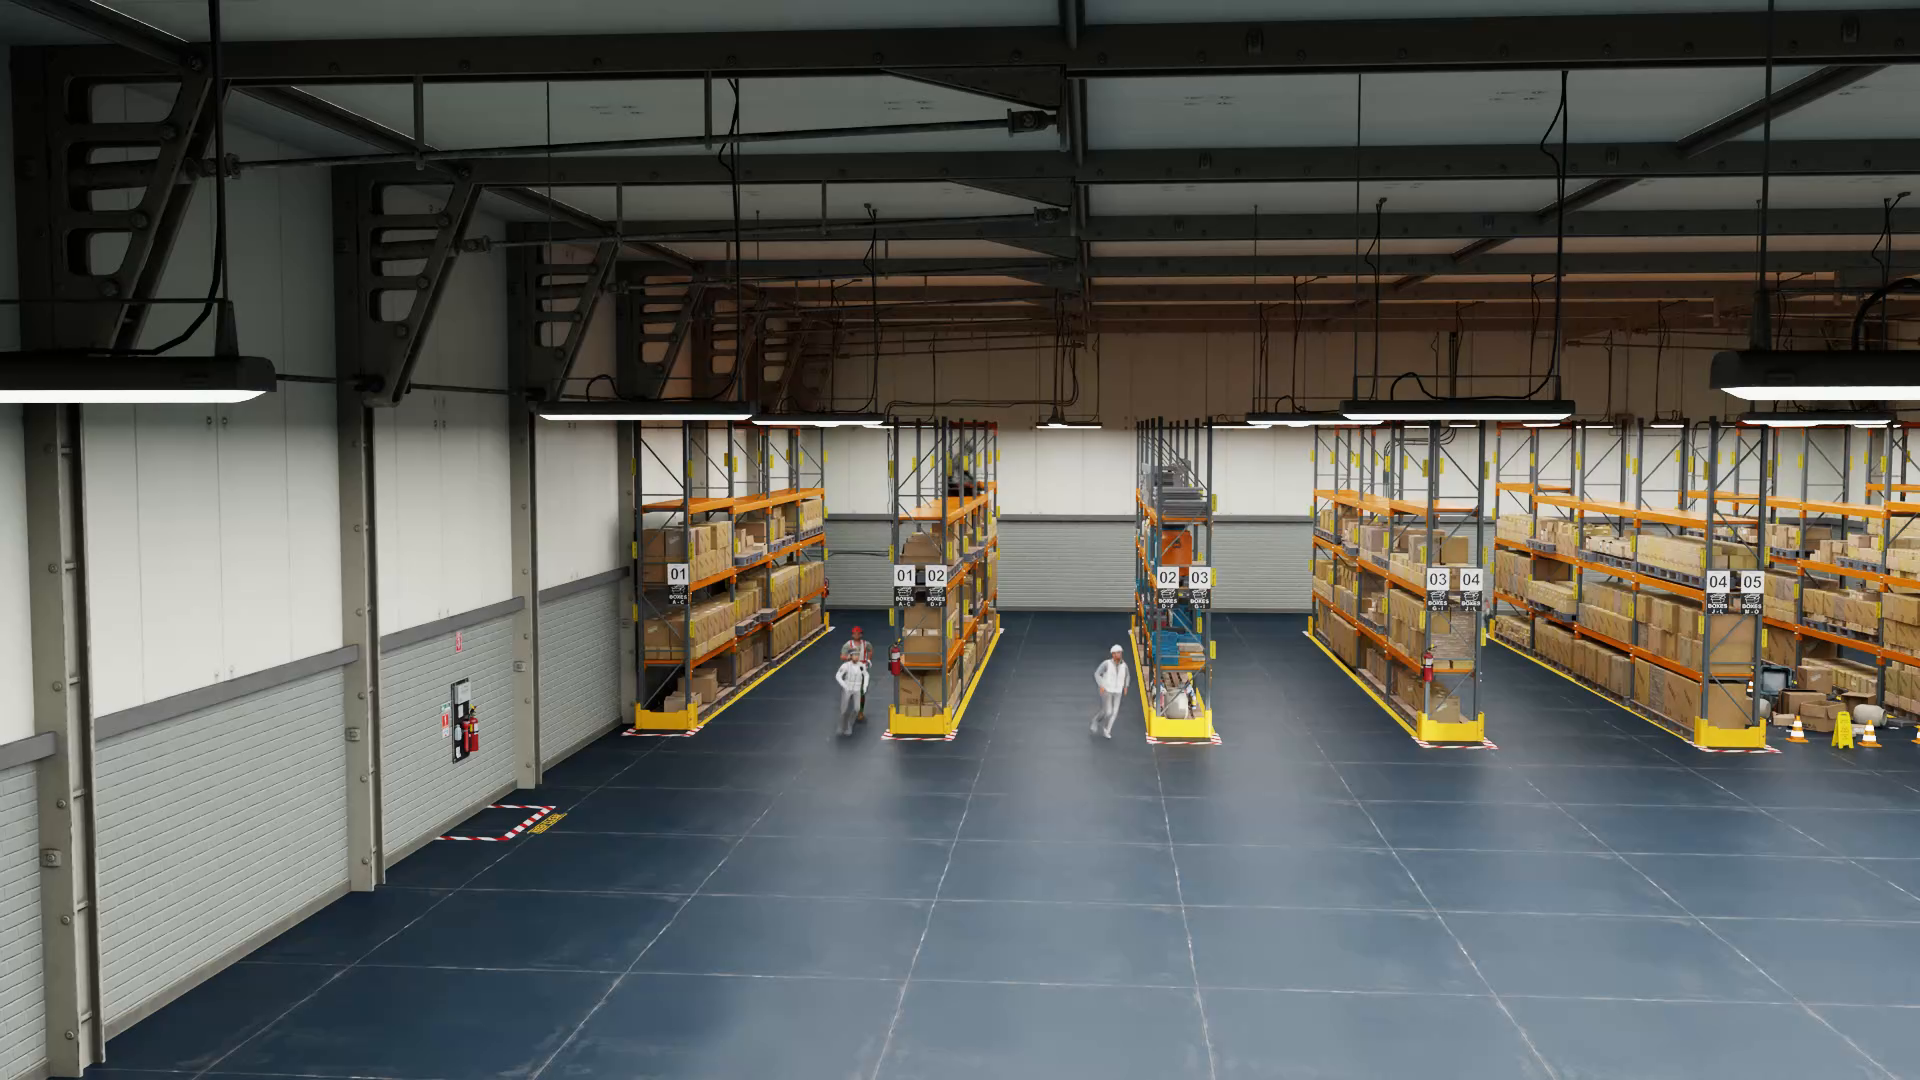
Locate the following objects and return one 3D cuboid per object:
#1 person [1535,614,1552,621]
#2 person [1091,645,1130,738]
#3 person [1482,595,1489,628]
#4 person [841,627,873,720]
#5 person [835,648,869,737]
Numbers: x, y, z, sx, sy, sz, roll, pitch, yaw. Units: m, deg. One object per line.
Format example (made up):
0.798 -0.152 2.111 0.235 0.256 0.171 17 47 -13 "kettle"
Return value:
16.436 1.861 46.841 0.691 1.628 0.681 -3 5 -34 "person"
2.861 2.827 31.226 0.719 1.720 0.560 -1 4 -21 "person"
13.322 2.028 42.881 0.674 1.793 0.894 1 4 10 "person"
-2.055 2.626 33.159 0.645 1.800 0.899 0 4 -4 "person"
-2.018 2.853 31.353 0.672 1.667 0.622 -1 4 -14 "person"
